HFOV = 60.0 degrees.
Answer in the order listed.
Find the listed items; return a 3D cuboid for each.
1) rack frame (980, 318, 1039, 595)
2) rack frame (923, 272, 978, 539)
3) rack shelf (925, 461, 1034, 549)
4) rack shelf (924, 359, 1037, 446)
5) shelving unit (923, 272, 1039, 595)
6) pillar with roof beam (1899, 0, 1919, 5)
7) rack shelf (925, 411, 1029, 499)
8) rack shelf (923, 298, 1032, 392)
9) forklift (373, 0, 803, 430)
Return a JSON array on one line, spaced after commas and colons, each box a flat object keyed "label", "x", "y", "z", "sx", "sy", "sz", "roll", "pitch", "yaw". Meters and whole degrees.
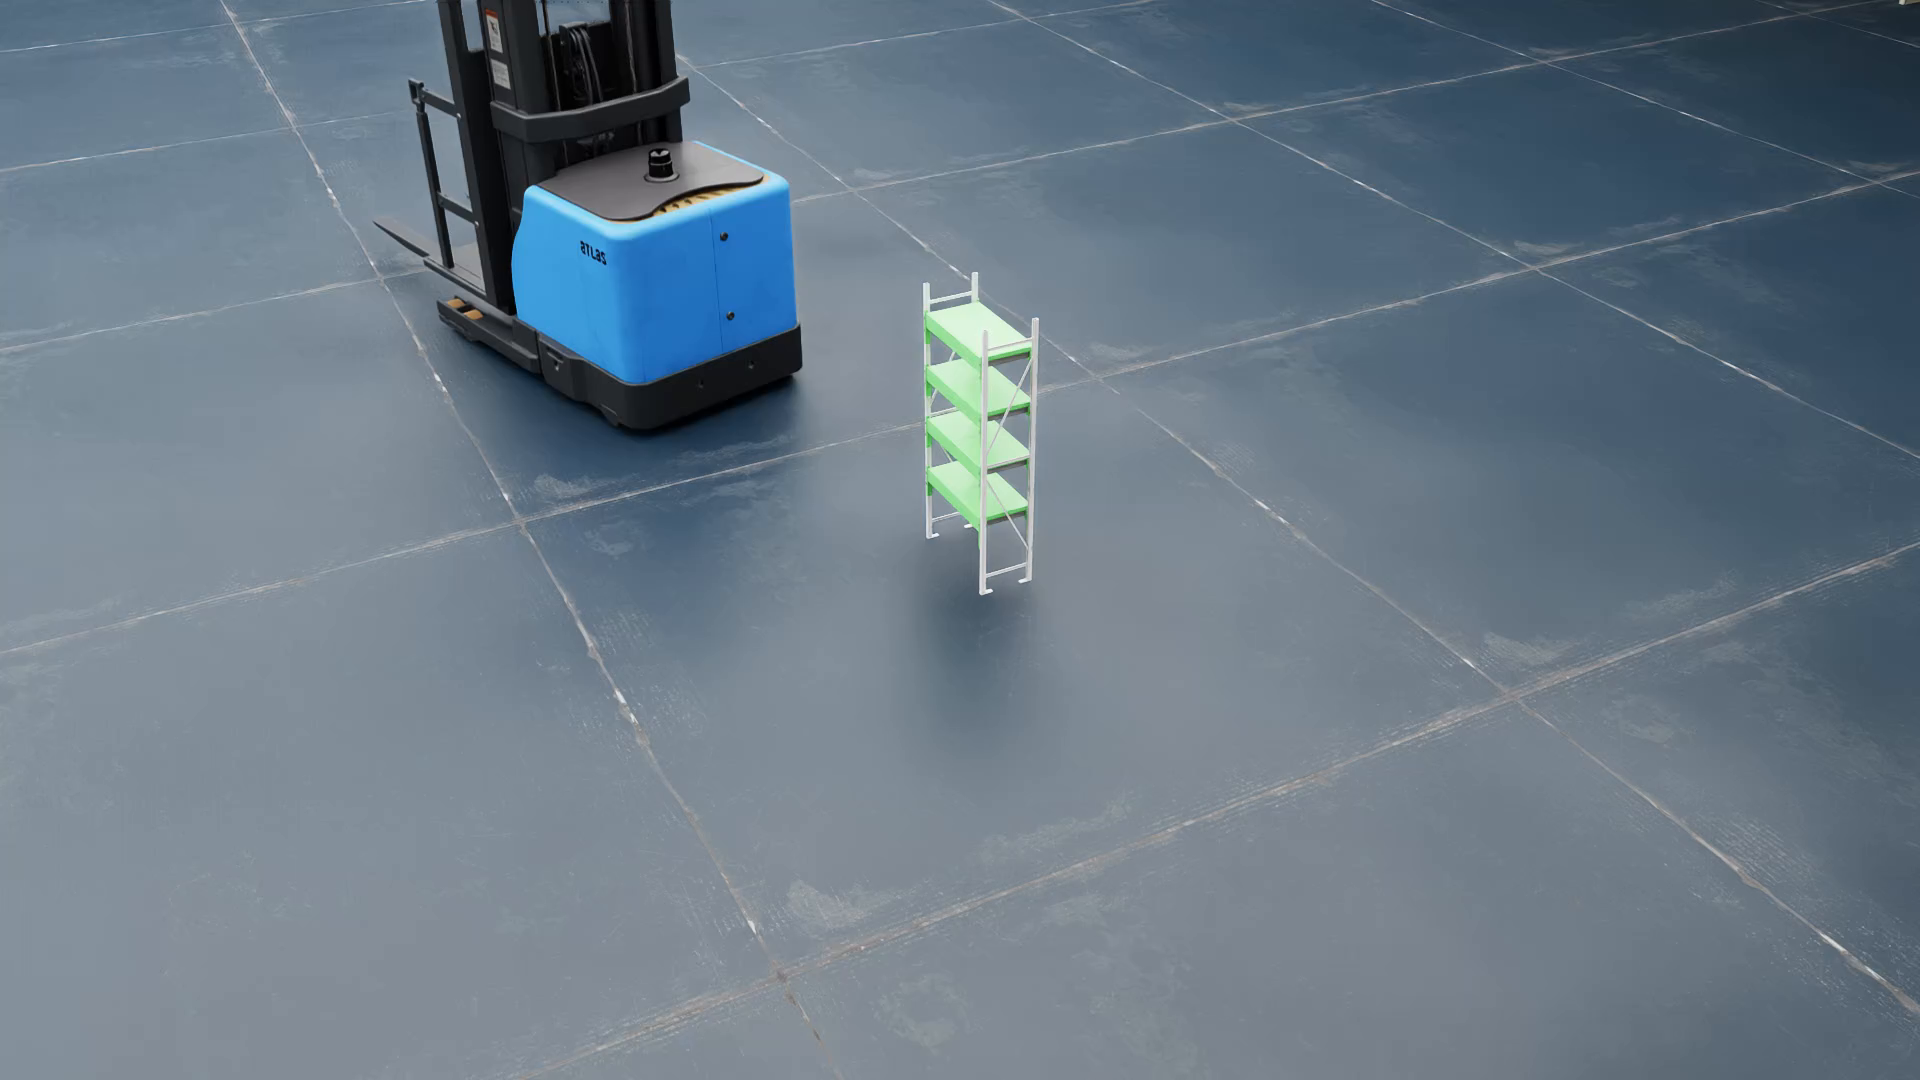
[{"label": "rack frame", "x": 0.191, "y": -0.310, "z": 6.621, "sx": 0.240, "sy": 1.200, "sz": 0.015, "roll": -16, "pitch": 36, "yaw": -23}, {"label": "rack frame", "x": -0.037, "y": -0.543, "z": 6.985, "sx": 0.240, "sy": 1.200, "sz": 0.015, "roll": -16, "pitch": 36, "yaw": -23}, {"label": "rack shelf", "x": 0.077, "y": -0.170, "z": 6.967, "sx": 0.258, "sy": 0.148, "sz": 0.480, "roll": -16, "pitch": 36, "yaw": -23}, {"label": "rack shelf", "x": 0.077, "y": -0.574, "z": 6.708, "sx": 0.258, "sy": 0.148, "sz": 0.480, "roll": -16, "pitch": 36, "yaw": -23}, {"label": "shelving unit", "x": 0.077, "y": -0.426, "z": 6.803, "sx": 0.258, "sy": 1.200, "sz": 0.503, "roll": -16, "pitch": 36, "yaw": -23}, {"label": "pillar with roof beam", "x": 4.510, "y": -7.531, "z": 10.664, "sx": 9.100, "sy": 9.000, "sz": 0.400, "roll": -16, "pitch": 36, "yaw": -23}, {"label": "rack shelf", "x": 0.077, "y": -0.372, "z": 6.837, "sx": 0.258, "sy": 0.148, "sz": 0.480, "roll": -16, "pitch": 36, "yaw": -23}, {"label": "rack shelf", "x": 0.077, "y": -0.777, "z": 6.579, "sx": 0.258, "sy": 0.148, "sz": 0.480, "roll": -16, "pitch": 36, "yaw": -23}, {"label": "forklift", "x": -2.180, "y": -2.465, "z": 8.380, "sx": 1.130, "sy": 2.935, "sz": 3.031, "roll": -27, "pitch": 41, "yaw": -35}]
